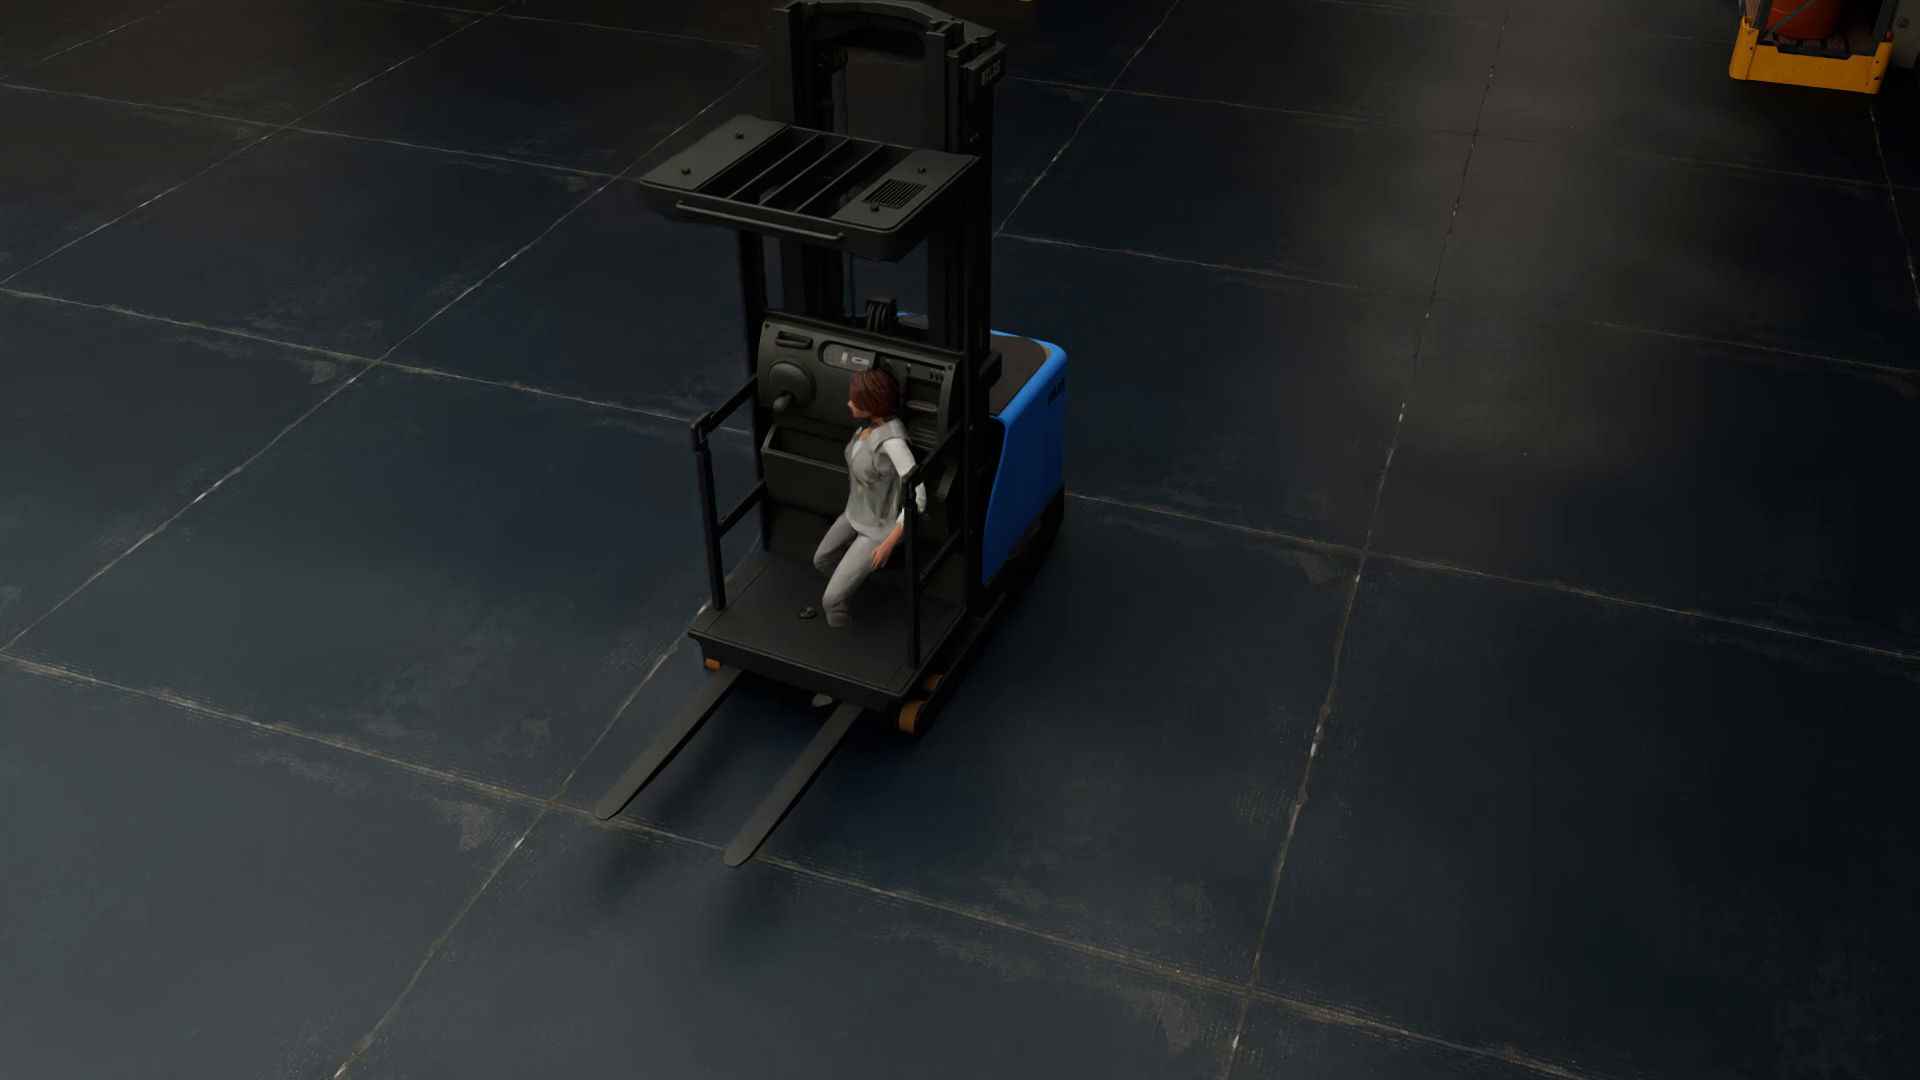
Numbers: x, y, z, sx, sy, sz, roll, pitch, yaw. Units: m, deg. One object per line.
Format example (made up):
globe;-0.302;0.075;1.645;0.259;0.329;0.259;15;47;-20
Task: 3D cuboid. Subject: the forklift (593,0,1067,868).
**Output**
forklift;-0.538;-0.616;6.979;1.130;2.935;3.031;15;38;20

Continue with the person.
person;-0.499;-0.060;7.453;0.569;1.557;0.731;-10;37;-14
